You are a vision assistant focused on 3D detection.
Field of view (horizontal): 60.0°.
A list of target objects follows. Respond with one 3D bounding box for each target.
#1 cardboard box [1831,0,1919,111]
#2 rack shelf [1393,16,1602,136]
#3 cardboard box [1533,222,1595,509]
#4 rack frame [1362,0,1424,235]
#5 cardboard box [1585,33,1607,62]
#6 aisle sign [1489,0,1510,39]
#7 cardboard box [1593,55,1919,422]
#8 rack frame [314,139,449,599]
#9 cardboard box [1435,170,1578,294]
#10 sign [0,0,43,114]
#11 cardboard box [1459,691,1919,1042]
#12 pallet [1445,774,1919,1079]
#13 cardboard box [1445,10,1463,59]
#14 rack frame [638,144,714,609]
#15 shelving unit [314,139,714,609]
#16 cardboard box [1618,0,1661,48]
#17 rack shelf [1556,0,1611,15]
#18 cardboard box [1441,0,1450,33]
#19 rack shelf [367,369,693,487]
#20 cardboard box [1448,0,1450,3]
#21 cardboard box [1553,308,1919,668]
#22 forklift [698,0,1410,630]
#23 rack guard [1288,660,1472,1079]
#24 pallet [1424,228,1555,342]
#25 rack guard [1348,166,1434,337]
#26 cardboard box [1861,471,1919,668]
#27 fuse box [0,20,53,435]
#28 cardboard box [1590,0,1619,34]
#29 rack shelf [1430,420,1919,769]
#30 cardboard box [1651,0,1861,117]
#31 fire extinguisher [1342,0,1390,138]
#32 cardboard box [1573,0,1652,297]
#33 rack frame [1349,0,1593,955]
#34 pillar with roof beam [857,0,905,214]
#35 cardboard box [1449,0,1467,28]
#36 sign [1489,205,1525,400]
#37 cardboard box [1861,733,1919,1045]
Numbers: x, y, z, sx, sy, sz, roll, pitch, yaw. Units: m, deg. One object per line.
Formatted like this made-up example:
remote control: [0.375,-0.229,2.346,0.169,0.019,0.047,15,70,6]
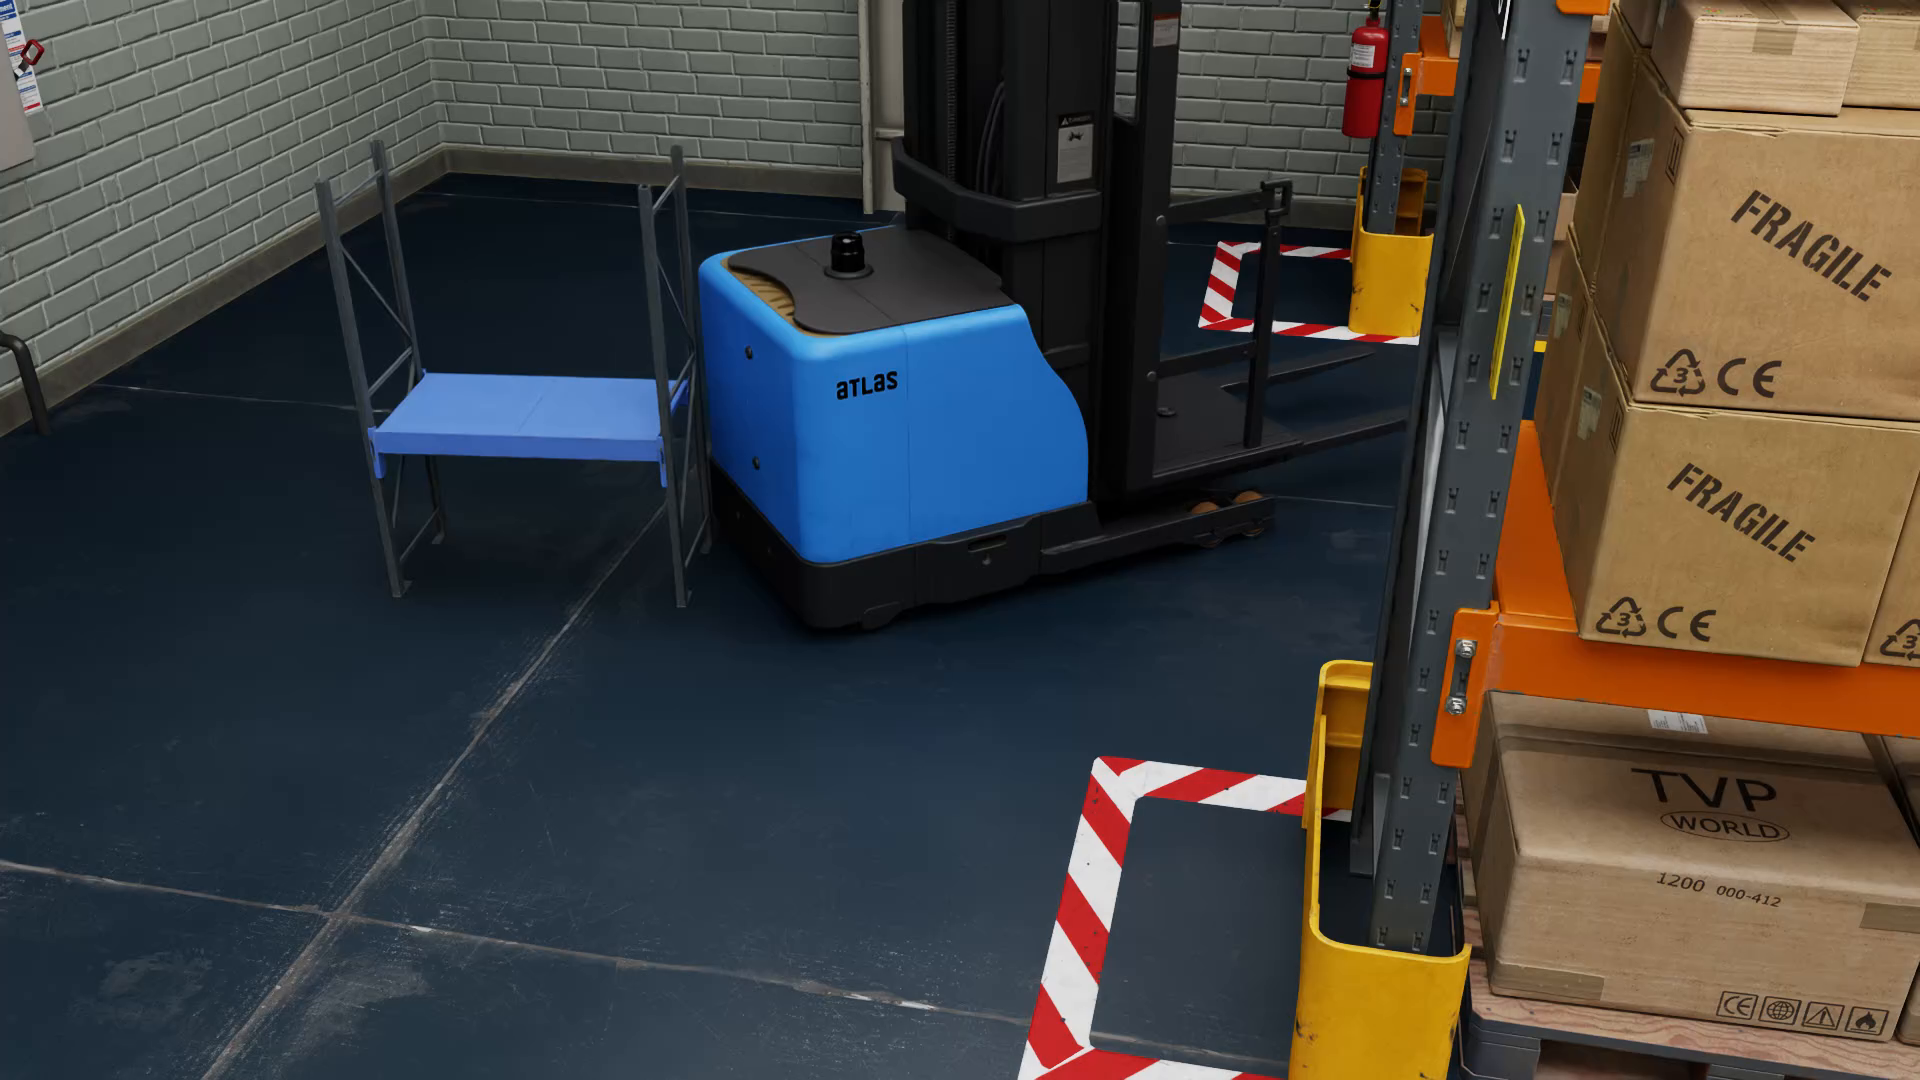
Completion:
cardboard box: [1.633,-0.866,2.887,0.250,0.149,0.380,7,29,12]
rack shelf: [4.061,-2.072,7.661,4.000,0.370,1.077,6,29,11]
cardboard box: [1.599,-0.377,3.711,0.500,0.500,0.500,6,29,11]
rack frame: [2.105,-2.588,7.854,0.127,3.000,1.000,6,29,11]
cardboard box: [2.892,-2.303,7.594,0.250,0.149,0.380,5,29,10]
aisle sign: [0.941,-1.268,2.736,0.004,0.787,0.394,6,29,11]
cardboard box: [1.482,-0.558,3.000,0.500,0.500,0.500,5,29,9]
rack frame: [-1.970,-0.571,5.731,0.032,1.500,0.500,2,29,3]
cardboard box: [2.683,-1.572,8.160,0.637,0.503,0.797,5,29,9]
sign: [-3.965,-1.994,6.868,0.001,0.494,0.329,6,29,11]
cardboard box: [1.739,0.702,4.075,0.875,0.438,0.875,5,29,9]
pallet: [1.871,1.010,4.186,1.213,0.211,1.003,6,29,11]
cardboard box: [2.369,-2.316,7.619,0.250,0.149,0.380,6,29,10]
rack frame: [-0.956,-0.538,5.670,0.032,1.500,0.500,2,29,3]
shelving unit: [-1.463,-0.554,5.701,1.048,1.500,0.538,2,29,3]
cardboard box: [1.465,-1.082,3.282,0.250,0.149,0.380,6,29,11]
rack shelf: [3.028,-1.057,2.682,4.000,0.370,1.077,6,29,11]
cardboard box: [2.485,-2.571,8.084,0.250,0.149,0.380,6,29,10]
rack shelf: [-1.463,-0.397,5.787,1.000,0.185,0.538,2,29,3]
cardboard box: [2.610,-2.732,7.962,0.500,0.250,0.500,7,29,12]
cardboard box: [1.482,-0.118,3.238,0.500,0.500,0.500,6,29,10]
forklift: [0.614,-1.468,5.879,3.031,2.935,1.130,-14,32,-24]
rack guard: [1.049,0.837,4.201,0.348,0.500,1.175,6,29,11]
pallet: [2.959,-1.278,8.365,1.213,0.211,1.003,6,29,11]
rack guard: [2.179,-1.484,8.441,0.348,0.500,1.175,6,29,11]
cardboard box: [1.982,-0.080,3.169,0.500,0.500,0.500,5,29,10]
fuse box: [-3.866,-1.218,6.693,0.414,1.711,0.539,6,29,11]
cardboard box: [2.986,-2.431,7.413,0.500,0.250,0.500,6,29,11]
rack shelf: [3.028,0.259,3.402,4.000,0.370,1.077,6,29,11]
cardboard box: [1.362,-0.858,2.874,0.250,0.149,0.380,6,29,12]
fire extinguisher: [1.865,-2.189,7.593,0.183,0.674,0.296,6,29,11]
cardboard box: [1.593,-0.803,3.448,0.500,0.500,0.500,7,29,12]
rack frame: [1.072,-0.257,3.596,0.127,3.000,1.000,6,29,11]
pillar with roof beam: [-1.242,-3.892,3.988,0.400,9.000,9.100,6,29,11]
cardboard box: [2.493,-2.481,7.505,0.500,0.250,0.500,6,29,11]
sign: [0.950,-0.411,2.894,0.005,0.325,0.100,6,29,11]
cardboard box: [2.635,0.790,3.915,0.875,0.438,0.875,7,29,12]
